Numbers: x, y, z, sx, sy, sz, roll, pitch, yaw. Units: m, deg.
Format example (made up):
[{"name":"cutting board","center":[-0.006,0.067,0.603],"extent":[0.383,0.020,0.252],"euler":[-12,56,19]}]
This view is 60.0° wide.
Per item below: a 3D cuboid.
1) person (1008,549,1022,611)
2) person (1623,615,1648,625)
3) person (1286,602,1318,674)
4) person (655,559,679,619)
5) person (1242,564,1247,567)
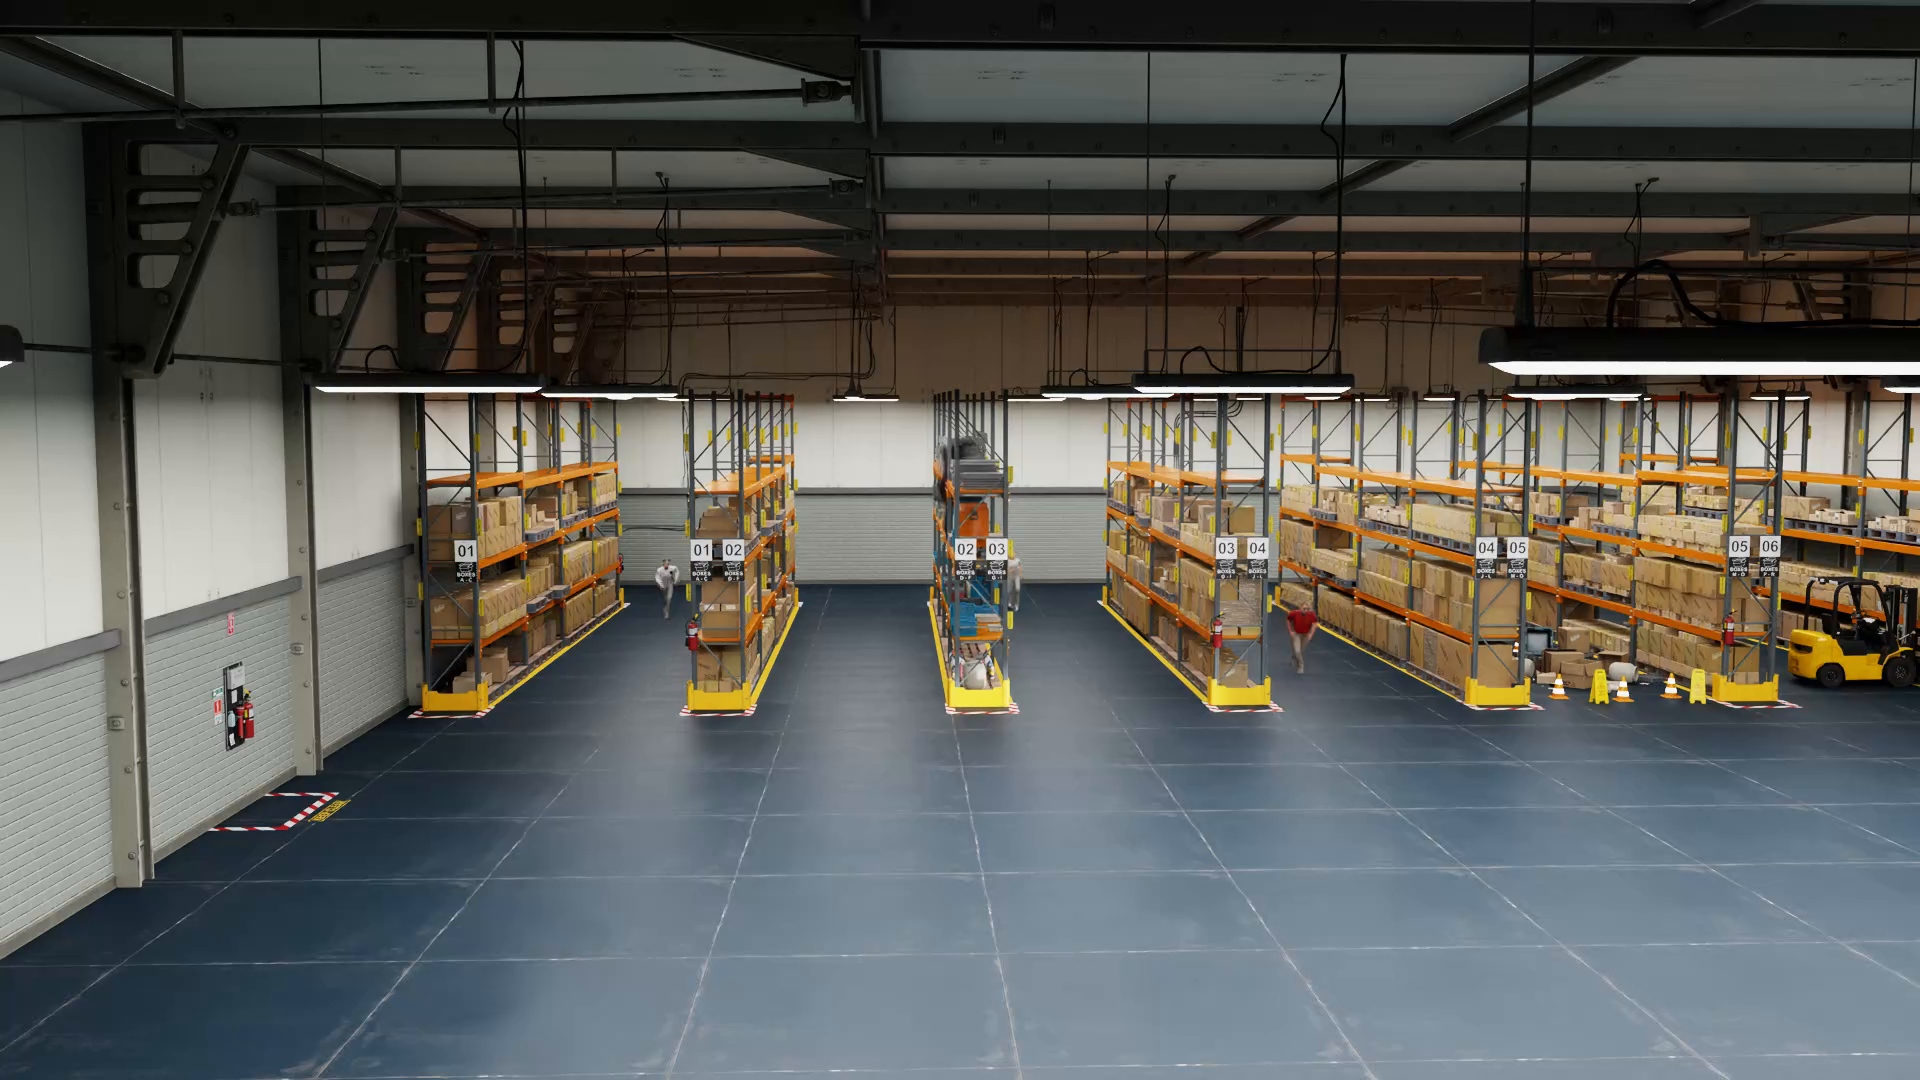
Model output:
[{"name":"person","center":[1.482,1.107,46.367],"extent":[0.535,1.722,0.839],"euler":[-1,5,-10]},{"name":"person","center":[17.507,1.369,42.844],"extent":[0.704,1.735,0.885],"euler":[-2,5,-25]},{"name":"person","center":[7.289,2.059,35.615],"extent":[0.660,1.552,1.014],"euler":[0,5,-1]},{"name":"person","center":[-7.916,1.282,44.901],"extent":[0.644,1.632,0.968],"euler":[-1,5,-14]},{"name":"person","center":[7.897,0.991,47.278],"extent":[0.713,1.761,0.935],"euler":[2,5,19]}]
